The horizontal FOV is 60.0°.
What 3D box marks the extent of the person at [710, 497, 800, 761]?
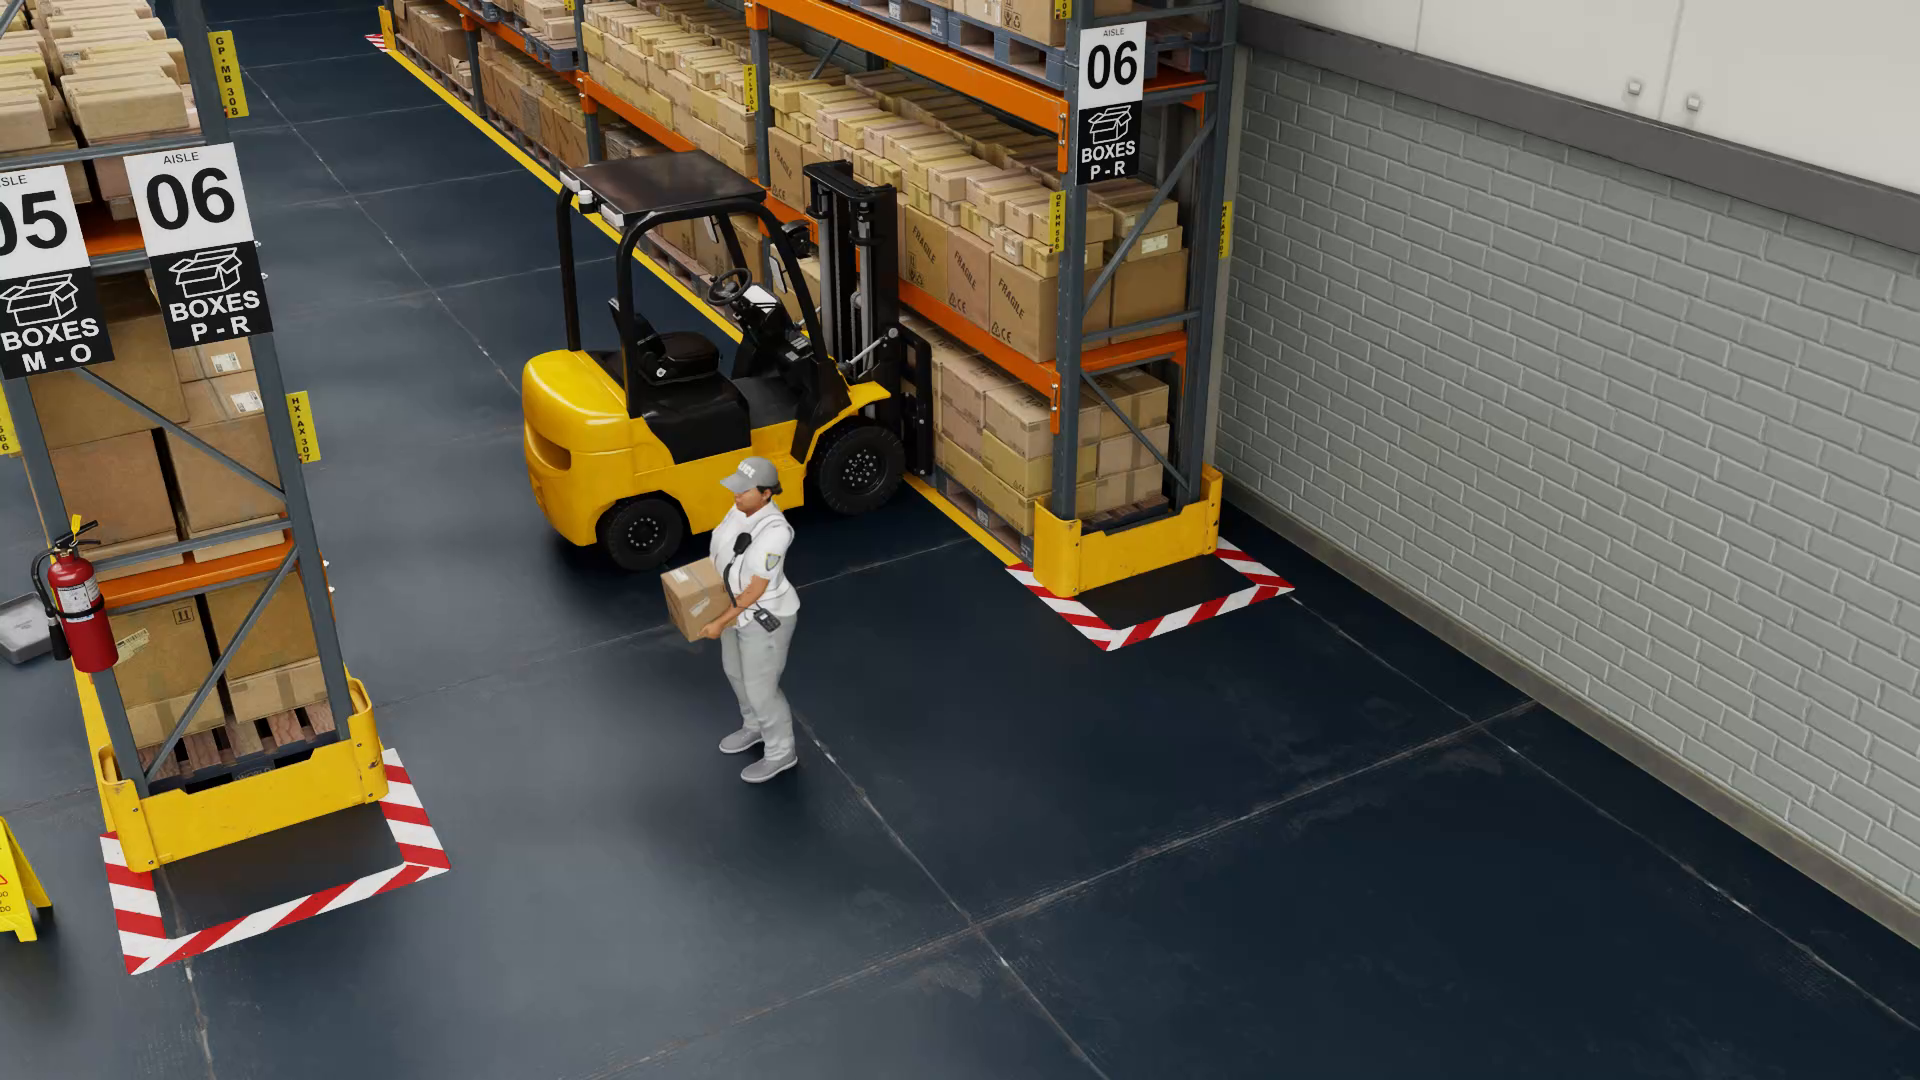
[{"bbox_3d":[-0.978,0.425,7.976,0.384,1.350,0.425,-15,33,-25],"label":"person"}]
